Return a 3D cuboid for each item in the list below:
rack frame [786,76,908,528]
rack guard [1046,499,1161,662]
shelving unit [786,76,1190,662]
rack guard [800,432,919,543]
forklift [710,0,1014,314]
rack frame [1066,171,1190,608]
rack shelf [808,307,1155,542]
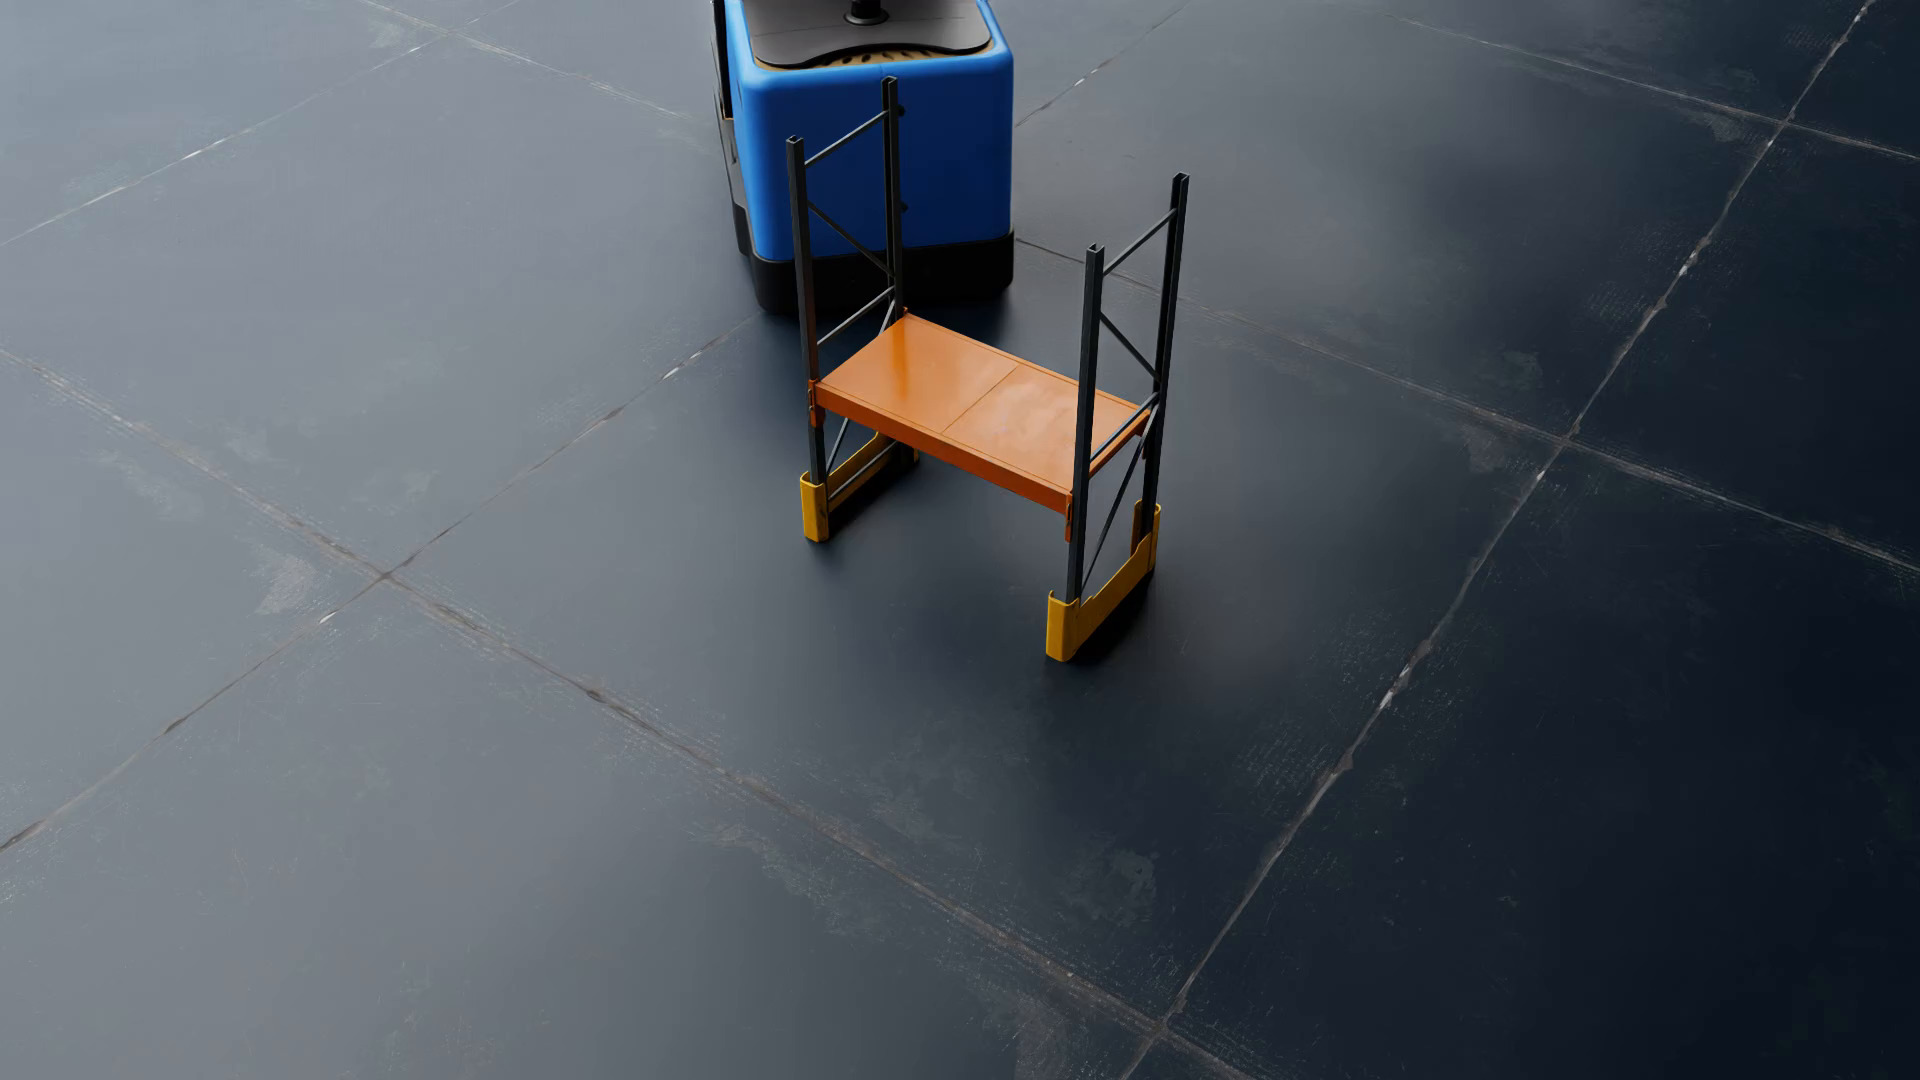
[{"bbox_3d":[-0.346,-0.721,5.431,0.032,1.500,0.500,25,48,25],"label":"rack frame"},{"bbox_3d":[0.470,0.127,5.421,0.087,0.250,0.587,25,48,25],"label":"rack guard"},{"bbox_3d":[0.062,-0.530,5.217,1.083,1.500,0.587,25,48,25],"label":"shelving unit"},{"bbox_3d":[-0.345,-0.255,5.847,0.087,0.250,0.587,25,48,25],"label":"rack guard"},{"bbox_3d":[-0.564,-2.987,6.890,1.130,2.935,3.031,-7,42,-8],"label":"forklift"},{"bbox_3d":[0.486,-0.332,4.996,0.032,1.500,0.500,25,48,25],"label":"rack frame"},{"bbox_3d":[0.070,-0.392,5.333,1.000,0.185,0.538,25,48,25],"label":"rack shelf"}]
